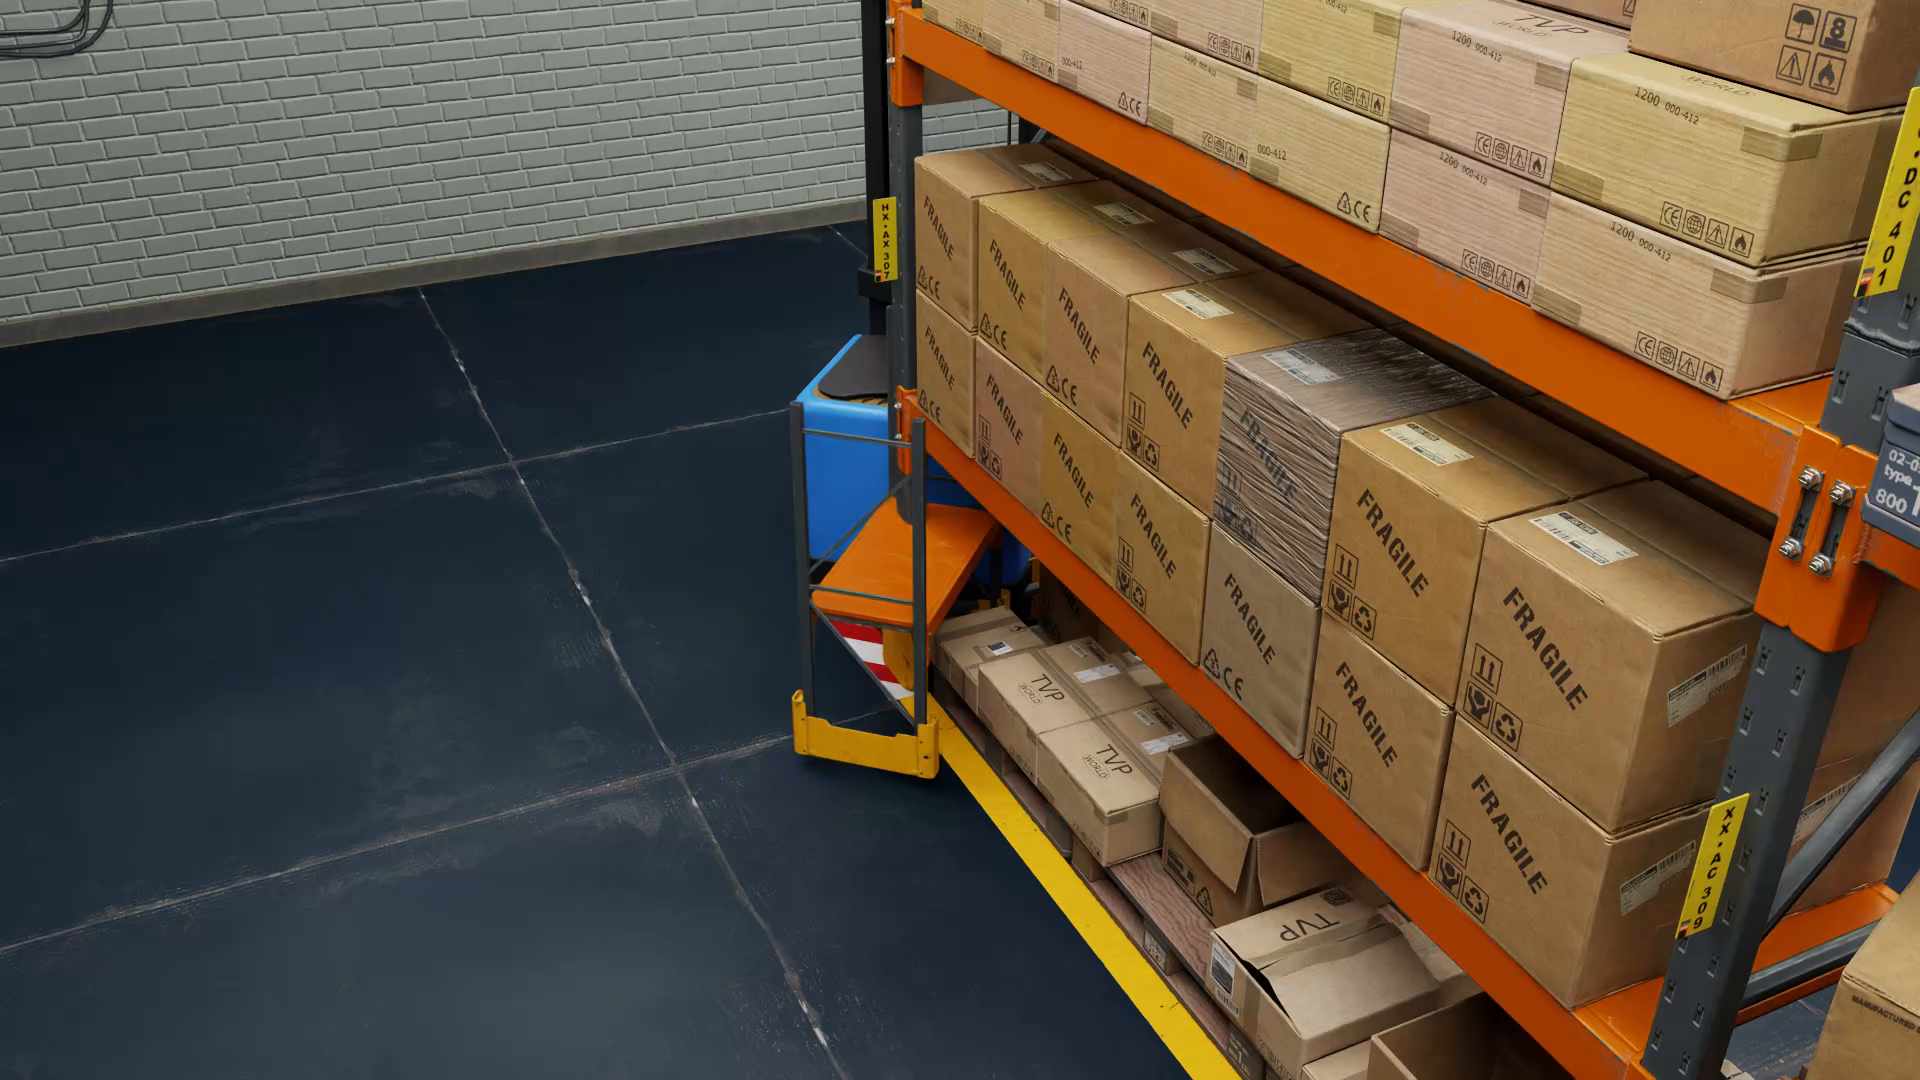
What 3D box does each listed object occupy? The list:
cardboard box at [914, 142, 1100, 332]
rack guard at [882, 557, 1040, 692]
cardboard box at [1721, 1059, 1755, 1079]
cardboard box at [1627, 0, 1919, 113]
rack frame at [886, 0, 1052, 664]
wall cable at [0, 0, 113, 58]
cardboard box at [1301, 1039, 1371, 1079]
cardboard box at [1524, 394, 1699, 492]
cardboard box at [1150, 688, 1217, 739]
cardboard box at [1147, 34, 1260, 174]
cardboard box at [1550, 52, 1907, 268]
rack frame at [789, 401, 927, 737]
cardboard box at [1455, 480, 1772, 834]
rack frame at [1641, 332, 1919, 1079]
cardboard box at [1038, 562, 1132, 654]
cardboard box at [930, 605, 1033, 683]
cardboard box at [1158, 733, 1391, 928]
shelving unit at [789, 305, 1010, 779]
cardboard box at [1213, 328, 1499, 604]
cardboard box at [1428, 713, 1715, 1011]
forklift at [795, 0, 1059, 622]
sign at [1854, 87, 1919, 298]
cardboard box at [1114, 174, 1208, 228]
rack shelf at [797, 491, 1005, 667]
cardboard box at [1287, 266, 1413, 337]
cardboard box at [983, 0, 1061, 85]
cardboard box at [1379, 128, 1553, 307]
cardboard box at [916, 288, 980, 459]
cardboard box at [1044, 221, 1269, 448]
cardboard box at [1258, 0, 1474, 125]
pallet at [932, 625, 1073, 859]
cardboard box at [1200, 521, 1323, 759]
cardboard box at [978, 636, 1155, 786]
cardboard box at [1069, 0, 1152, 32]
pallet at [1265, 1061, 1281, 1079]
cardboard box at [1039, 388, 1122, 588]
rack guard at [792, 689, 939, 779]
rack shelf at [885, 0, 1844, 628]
[{"bbox_3d":[0.162,-1.108,6.035,0.500,0.500,0.500,-12,31,-20],"label":"cardboard box"},{"bbox_3d":[0.242,0.244,7.304,1.175,0.500,0.348,-13,32,-22],"label":"rack guard"},{"bbox_3d":[1.942,1.637,4.563,0.500,0.311,0.500,-13,32,-22],"label":"cardboard box"},{"bbox_3d":[1.683,-1.108,2.967,0.700,0.500,0.500,-13,32,-22],"label":"cardboard box"},{"bbox_3d":[0.209,-0.880,6.752,1.000,3.000,0.127,-13,32,-22],"label":"rack frame"},{"bbox_3d":[-6.368,-3.674,8.776,3.097,2.526,0.112,-13,32,-22],"label":"wall cable"},{"bbox_3d":[1.210,1.593,4.807,0.380,0.149,0.250,-13,32,-22],"label":"cardboard box"},{"bbox_3d":[1.756,-0.088,4.215,0.500,0.500,0.500,-14,32,-24],"label":"cardboard box"},{"bbox_3d":[1.046,0.742,6.222,0.500,0.250,0.500,-13,32,-22],"label":"cardboard box"},{"bbox_3d":[0.840,-1.179,4.372,0.500,0.250,0.500,-13,32,-22],"label":"cardboard box"},{"bbox_3d":[1.472,-0.732,3.063,0.500,0.250,0.500,-13,32,-22],"label":"cardboard box"},{"bbox_3d":[-0.366,0.208,6.194,0.500,1.500,0.032,9,30,15],"label":"rack frame"},{"bbox_3d":[1.476,0.238,3.634,0.500,0.500,0.500,-13,32,-22],"label":"cardboard box"},{"bbox_3d":[1.926,0.887,3.601,1.000,3.000,0.127,-13,32,-22],"label":"rack frame"},{"bbox_3d":[0.665,0.207,6.920,0.500,0.500,0.500,-13,32,-22],"label":"cardboard box"},{"bbox_3d":[0.079,0.429,6.884,0.380,0.149,0.250,-13,32,-22],"label":"cardboard box"},{"bbox_3d":[1.115,0.955,5.582,0.797,0.503,0.637,-13,32,-22],"label":"cardboard box"},{"bbox_3d":[-0.216,-0.019,6.613,0.587,1.500,1.083,9,30,15],"label":"shelving unit"},{"bbox_3d":[1.037,-0.210,4.433,0.500,0.500,0.500,-13,32,-22],"label":"cardboard box"},{"bbox_3d":[1.480,0.676,3.875,0.500,0.500,0.500,-13,32,-21],"label":"cardboard box"},{"bbox_3d":[0.181,-1.572,8.057,1.130,2.935,3.031,8,30,15],"label":"forklift"},{"bbox_3d":[1.440,-0.530,2.532,0.100,0.325,0.005,-13,32,-22],"label":"sign"},{"bbox_3d":[0.866,-0.998,5.838,0.500,0.500,0.500,-12,32,-21],"label":"cardboard box"},{"bbox_3d":[-0.214,0.135,6.706,0.538,0.185,1.000,9,30,15],"label":"rack shelf"},{"bbox_3d":[1.314,-0.543,5.027,0.500,0.500,0.500,-12,31,-20],"label":"cardboard box"},{"bbox_3d":[0.403,-1.619,5.157,0.500,0.250,0.500,-13,32,-22],"label":"cardboard box"},{"bbox_3d":[1.272,-0.738,3.586,0.500,0.250,0.500,-13,32,-22],"label":"cardboard box"},{"bbox_3d":[0.162,-0.672,6.280,0.500,0.500,0.500,-12,32,-21],"label":"cardboard box"},{"bbox_3d":[0.603,-0.657,5.230,0.500,0.500,0.500,-13,32,-21],"label":"cardboard box"},{"bbox_3d":[1.048,-1.175,3.853,0.500,0.250,0.500,-13,32,-22],"label":"cardboard box"},{"bbox_3d":[0.585,0.722,6.747,1.003,0.211,1.213,-13,32,-22],"label":"pallet"},{"bbox_3d":[1.035,0.223,4.684,0.500,0.500,0.500,-12,32,-21],"label":"cardboard box"},{"bbox_3d":[0.401,0.648,6.389,0.500,0.250,0.500,-13,32,-22],"label":"cardboard box"},{"bbox_3d":[0.623,-1.617,4.643,0.500,0.250,0.500,-13,32,-22],"label":"cardboard box"},{"bbox_3d":[1.632,1.800,4.825,1.003,0.211,1.213,-13,32,-22],"label":"pallet"},{"bbox_3d":[0.601,-0.223,5.479,0.500,0.500,0.500,-13,32,-22],"label":"cardboard box"},{"bbox_3d":[-0.369,0.757,6.493,0.587,0.250,0.087,9,30,15],"label":"rack guard"},{"bbox_3d":[1.068,-0.991,4.619,1.077,0.370,4.000,-13,32,-22],"label":"rack shelf"}]
